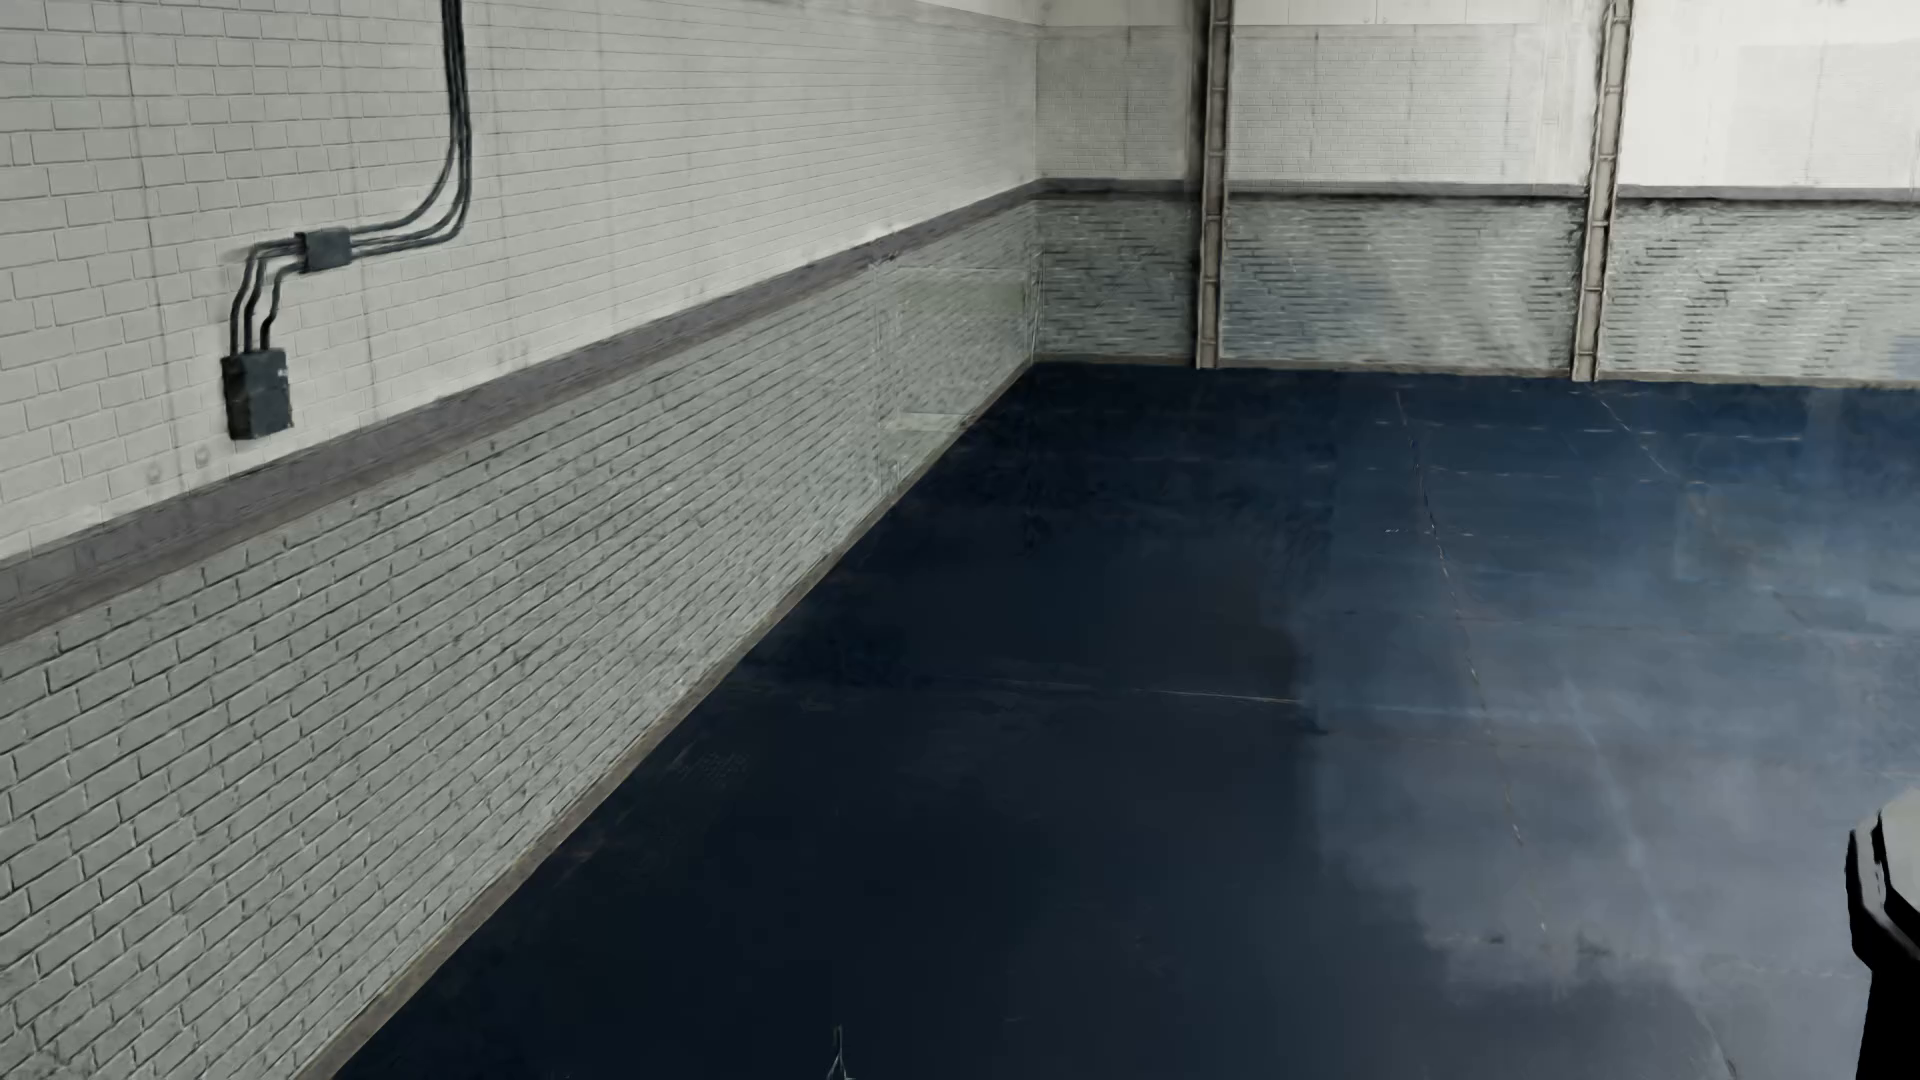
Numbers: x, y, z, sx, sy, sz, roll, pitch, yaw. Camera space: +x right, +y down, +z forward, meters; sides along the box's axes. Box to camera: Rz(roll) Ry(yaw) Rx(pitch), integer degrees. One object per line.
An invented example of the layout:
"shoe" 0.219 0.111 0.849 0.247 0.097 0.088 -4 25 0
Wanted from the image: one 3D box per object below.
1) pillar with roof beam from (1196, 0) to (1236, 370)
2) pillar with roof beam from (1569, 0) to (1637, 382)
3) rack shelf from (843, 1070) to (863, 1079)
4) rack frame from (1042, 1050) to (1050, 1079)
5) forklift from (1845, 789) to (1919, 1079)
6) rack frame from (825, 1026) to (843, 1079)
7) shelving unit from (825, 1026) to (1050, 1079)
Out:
"pillar with roof beam" 3.414 -9.321 24.948 0.400 9.000 9.100 3 16 11
"pillar with roof beam" 9.293 -9.002 23.796 0.400 9.000 9.100 3 16 11
"rack shelf" -0.007 -1.099 7.851 0.720 0.370 0.431 3 16 11
"rack frame" 0.352 -0.704 7.885 0.023 1.500 0.400 3 16 11
"forklift" 3.083 -1.032 6.388 3.031 2.935 1.130 7 17 24
"rack frame" -0.365 -0.743 8.026 0.023 1.500 0.400 3 16 11
"shelving unit" -0.007 -0.723 7.956 0.755 1.500 0.431 3 16 11
